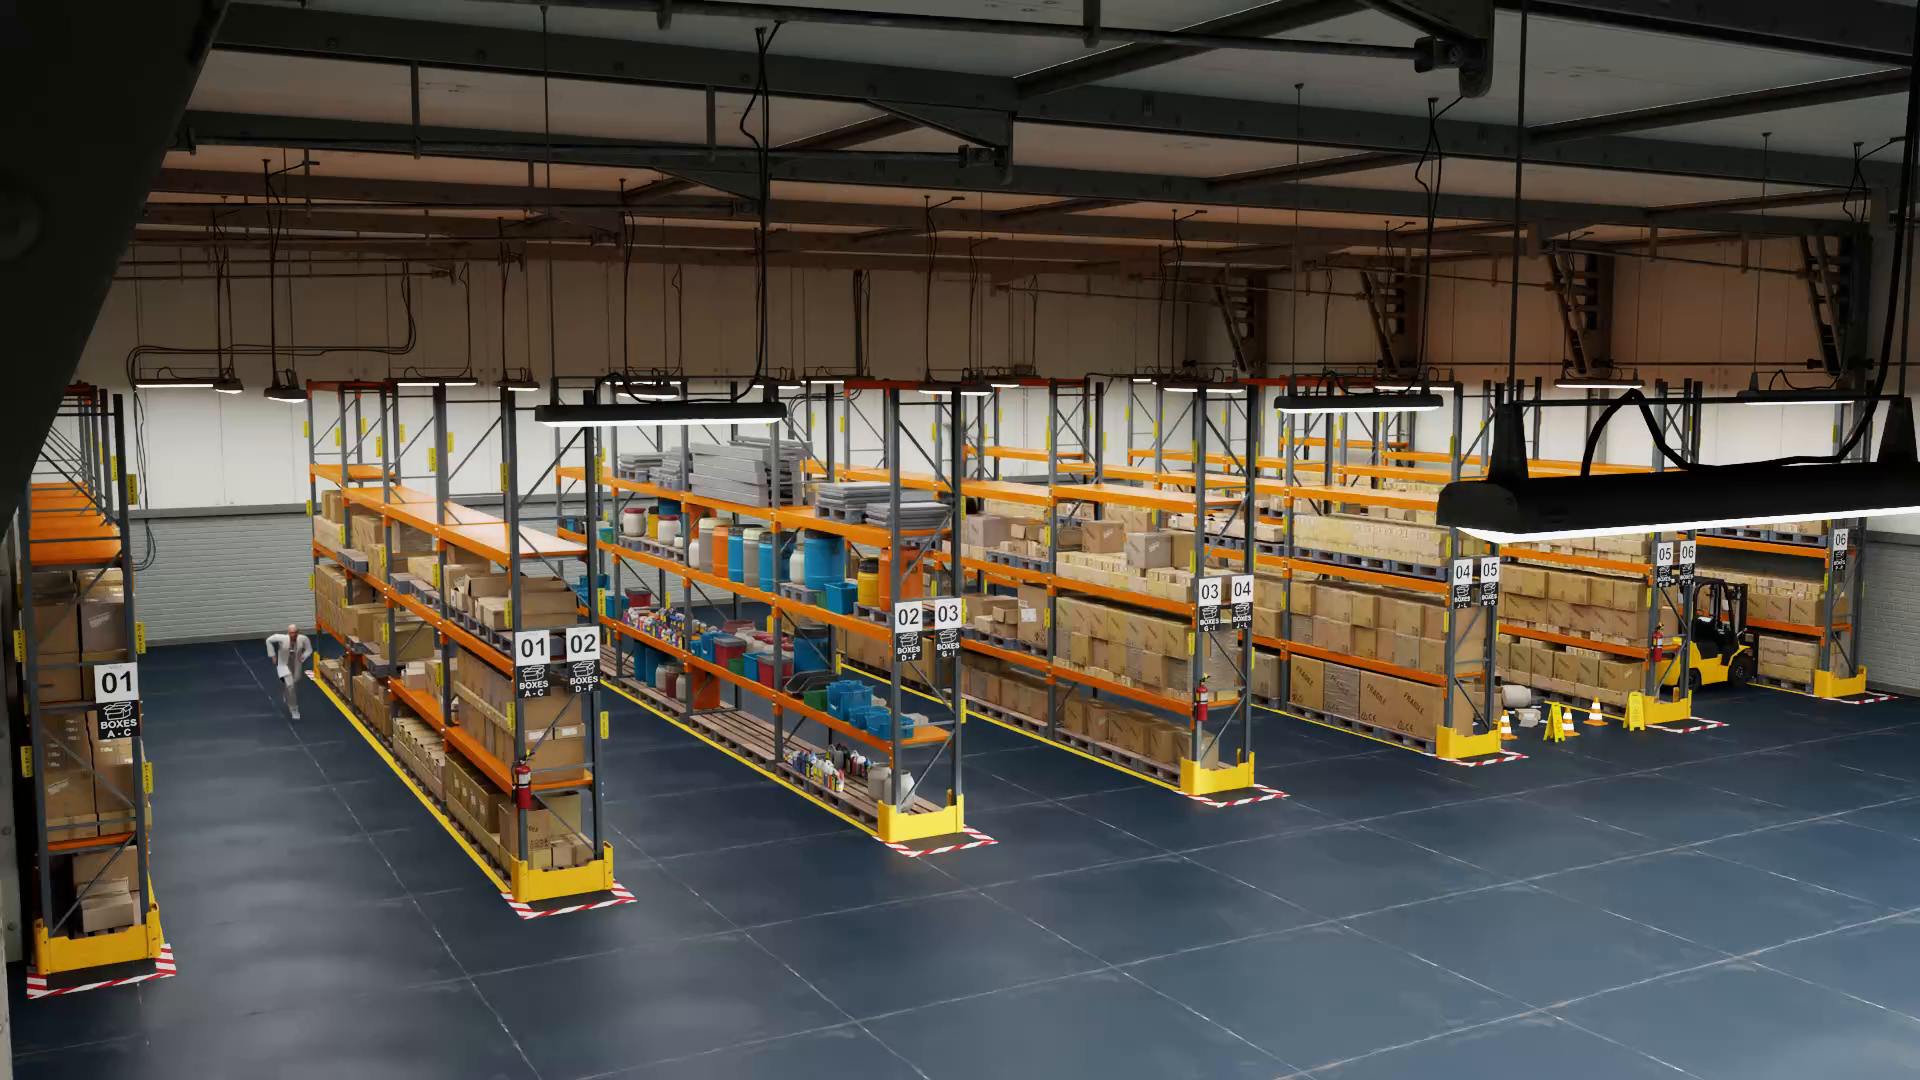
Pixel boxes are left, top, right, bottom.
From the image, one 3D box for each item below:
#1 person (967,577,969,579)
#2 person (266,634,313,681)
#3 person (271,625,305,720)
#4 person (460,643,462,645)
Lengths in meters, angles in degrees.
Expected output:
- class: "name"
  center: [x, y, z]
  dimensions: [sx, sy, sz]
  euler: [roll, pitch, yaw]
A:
- class: "person"
  center: [0.022, 1.097, 41.722]
  dimensions: [0.542, 1.644, 0.604]
  euler: [-6, 8, -43]
- class: "person"
  center: [-4.672, 1.566, 37.030]
  dimensions: [21.466, 1.718, 0.784]
  euler: [-6, 8, -44]
- class: "person"
  center: [-12.076, 2.338, 29.945]
  dimensions: [0.715, 1.744, 1.056]
  euler: [-4, 7, -32]
- class: "person"
  center: [-9.187, 2.159, 31.532]
  dimensions: [0.534, 1.652, 0.562]
  euler: [-3, 7, -29]
